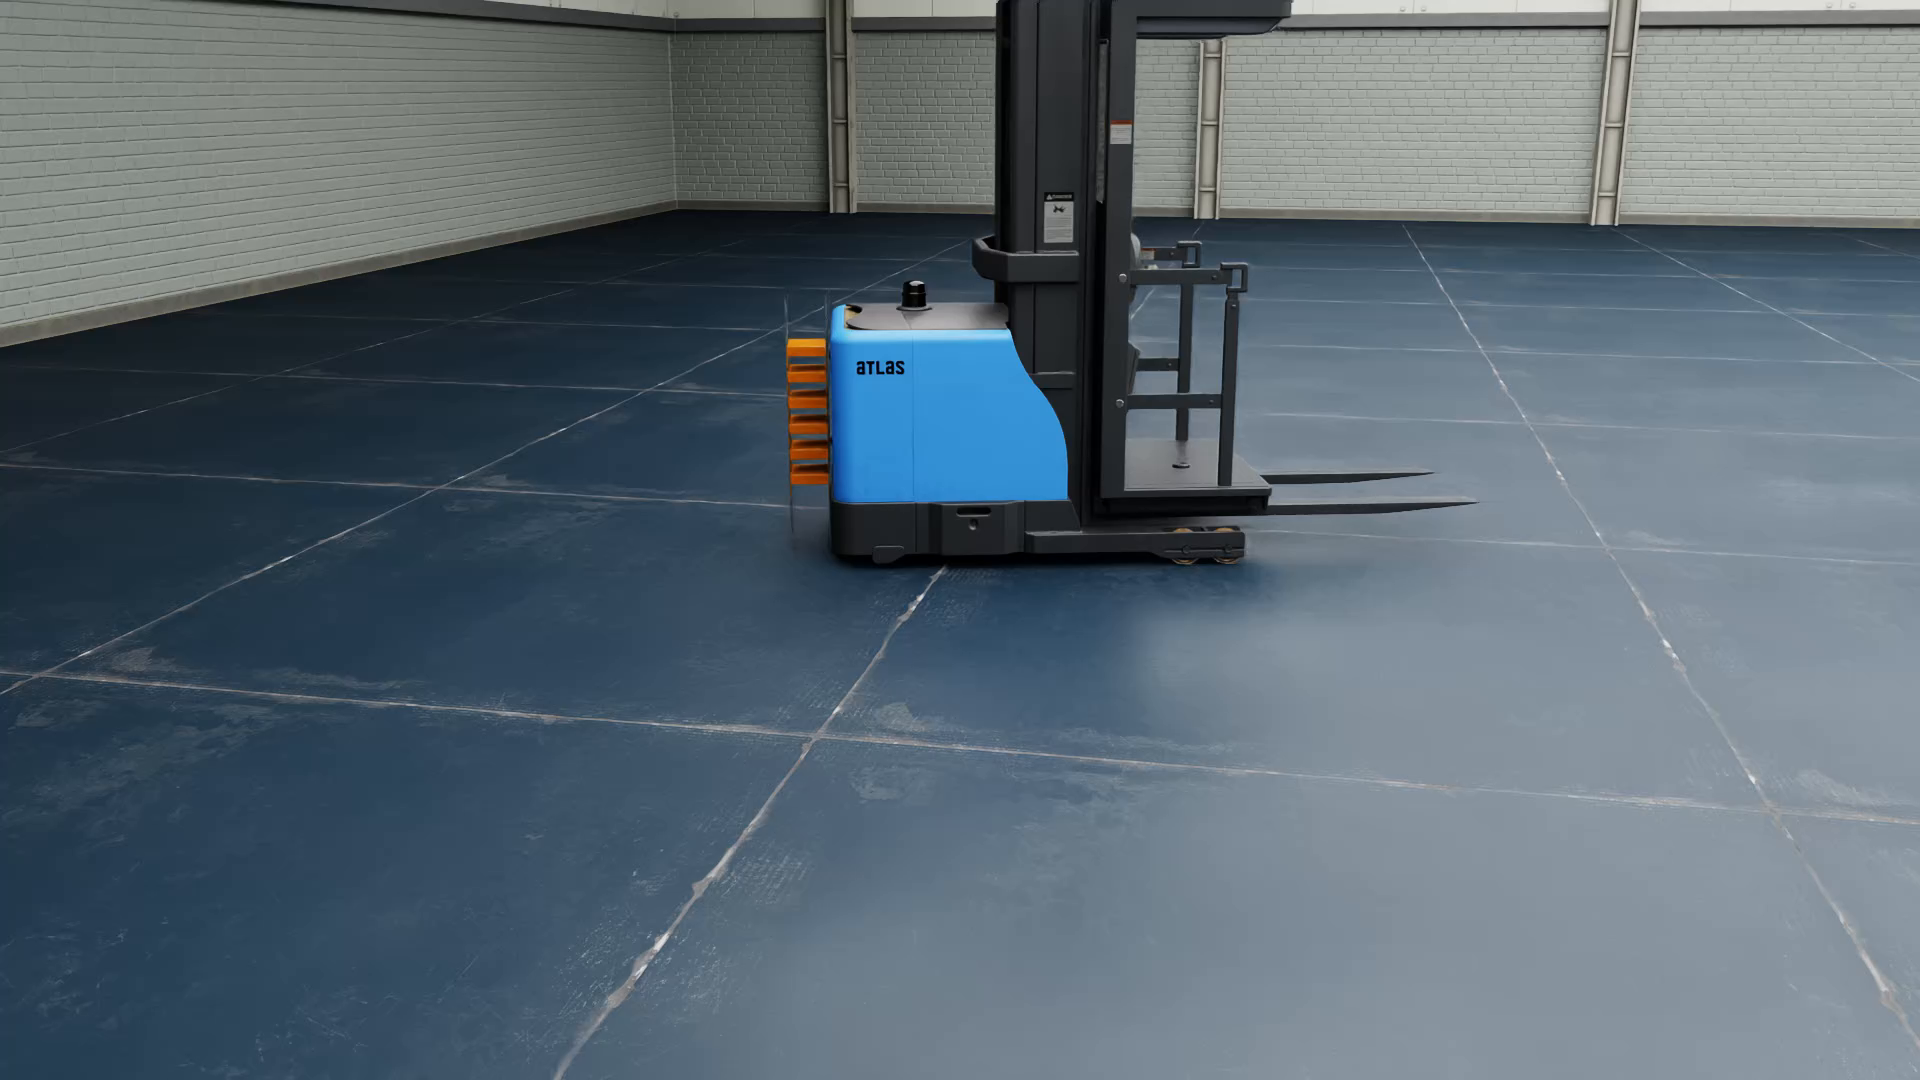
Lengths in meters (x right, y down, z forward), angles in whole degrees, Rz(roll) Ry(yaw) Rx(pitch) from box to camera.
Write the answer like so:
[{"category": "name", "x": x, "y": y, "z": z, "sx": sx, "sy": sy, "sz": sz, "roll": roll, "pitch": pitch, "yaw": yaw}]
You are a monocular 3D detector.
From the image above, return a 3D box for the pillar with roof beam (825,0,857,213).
[{"category": "pillar with roof beam", "x": -2.799, "y": -8.670, "z": 22.435, "sx": 0.400, "sy": 9.000, "sz": 9.100, "roll": 3, "pitch": 16, "yaw": 11}]

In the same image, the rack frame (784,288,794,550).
[{"category": "rack frame", "x": -0.799, "y": -0.563, "z": 7.776, "sx": 0.006, "sy": 1.200, "sz": 0.240, "roll": -1, "pitch": 16, "yaw": -4}]

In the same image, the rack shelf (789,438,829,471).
[{"category": "rack shelf", "x": -0.708, "y": -0.406, "z": 7.825, "sx": 0.180, "sy": 0.103, "sz": 0.258, "roll": -1, "pitch": 16, "yaw": -4}]

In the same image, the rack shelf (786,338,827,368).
[{"category": "rack shelf", "x": -0.708, "y": -0.868, "z": 7.697, "sx": 0.180, "sy": 0.103, "sz": 0.258, "roll": -1, "pitch": 16, "yaw": -4}]

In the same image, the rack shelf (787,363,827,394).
[{"category": "rack shelf", "x": -0.708, "y": -0.753, "z": 7.729, "sx": 0.180, "sy": 0.103, "sz": 0.258, "roll": -1, "pitch": 16, "yaw": -4}]

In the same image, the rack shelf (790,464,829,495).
[{"category": "rack shelf", "x": -0.708, "y": -0.290, "z": 7.858, "sx": 0.180, "sy": 0.103, "sz": 0.258, "roll": -1, "pitch": 16, "yaw": -4}]

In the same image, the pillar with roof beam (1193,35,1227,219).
[{"category": "pillar with roof beam", "x": 3.081, "y": -8.351, "z": 21.283, "sx": 0.400, "sy": 9.000, "sz": 9.100, "roll": 3, "pitch": 16, "yaw": 11}]

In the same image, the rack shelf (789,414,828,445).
[{"category": "rack shelf", "x": -0.708, "y": -0.521, "z": 7.793, "sx": 0.180, "sy": 0.103, "sz": 0.258, "roll": -1, "pitch": 16, "yaw": -4}]

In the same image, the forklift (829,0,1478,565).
[{"category": "forklift", "x": 0.901, "y": -1.438, "z": 7.694, "sx": 3.031, "sy": 2.935, "sz": 1.130, "roll": -1, "pitch": 16, "yaw": -4}]

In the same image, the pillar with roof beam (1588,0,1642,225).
[{"category": "pillar with roof beam", "x": 8.960, "y": -8.032, "z": 20.131, "sx": 0.400, "sy": 9.000, "sz": 9.100, "roll": 3, "pitch": 16, "yaw": 11}]

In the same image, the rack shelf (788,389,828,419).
[{"category": "rack shelf", "x": -0.708, "y": -0.637, "z": 7.761, "sx": 0.180, "sy": 0.103, "sz": 0.258, "roll": -1, "pitch": 16, "yaw": -4}]

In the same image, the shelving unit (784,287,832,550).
[{"category": "shelving unit", "x": -0.708, "y": -0.564, "z": 7.782, "sx": 0.189, "sy": 1.200, "sz": 0.258, "roll": -1, "pitch": 16, "yaw": -4}]

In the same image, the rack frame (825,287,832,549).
[{"category": "rack frame", "x": -0.616, "y": -0.566, "z": 7.788, "sx": 0.006, "sy": 1.200, "sz": 0.240, "roll": -1, "pitch": 16, "yaw": -4}]
